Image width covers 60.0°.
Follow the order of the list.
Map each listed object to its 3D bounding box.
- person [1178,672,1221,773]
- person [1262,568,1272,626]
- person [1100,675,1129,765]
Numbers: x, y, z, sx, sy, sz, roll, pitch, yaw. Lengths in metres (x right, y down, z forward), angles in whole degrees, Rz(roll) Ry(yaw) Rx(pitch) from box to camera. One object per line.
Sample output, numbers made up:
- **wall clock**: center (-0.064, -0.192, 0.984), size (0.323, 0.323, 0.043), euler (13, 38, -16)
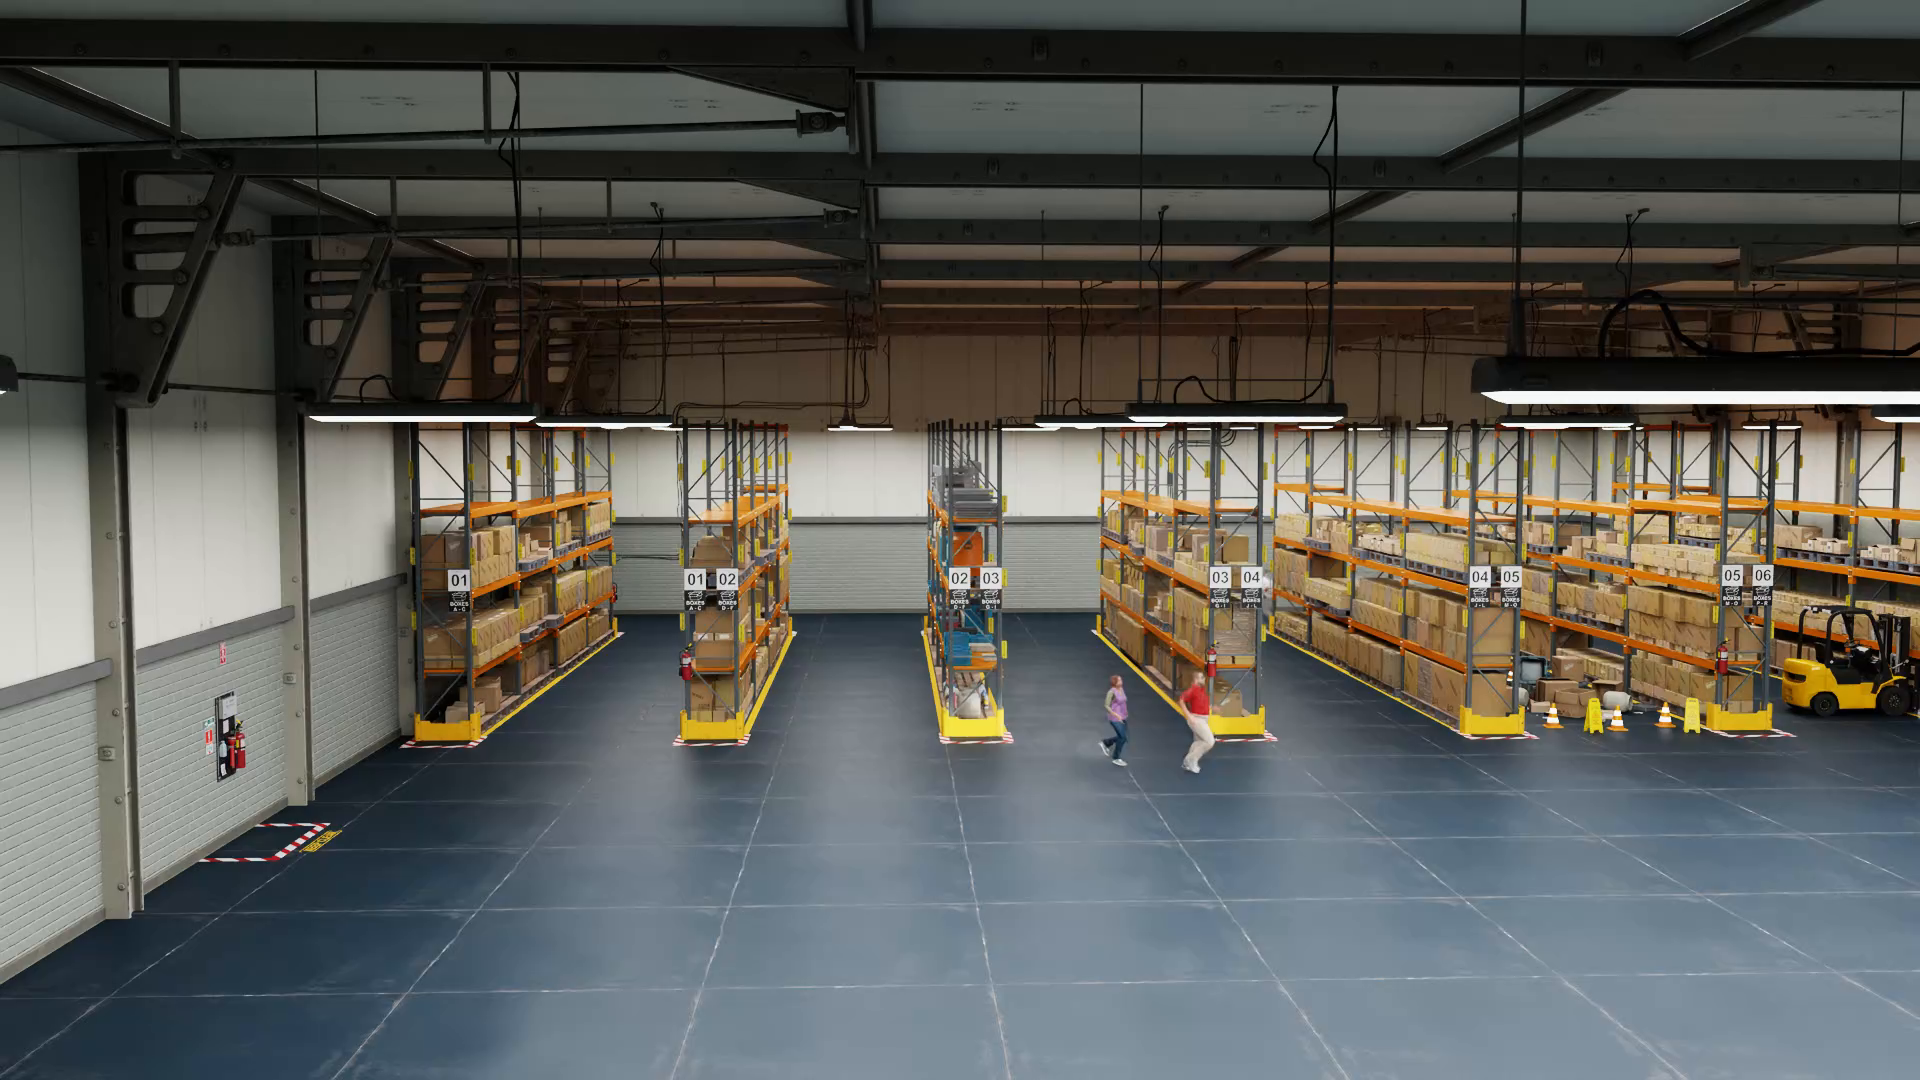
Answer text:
- **person**: center (4.060, 3.073, 28.015), size (0.666, 1.706, 0.642), euler (2, 4, 24)
- **person**: center (8.917, 1.724, 48.981), size (0.779, 1.827, 0.665), euler (0, 4, -8)
- **person**: center (2.662, 3.106, 28.819), size (0.515, 1.570, 0.536), euler (2, 4, 33)
